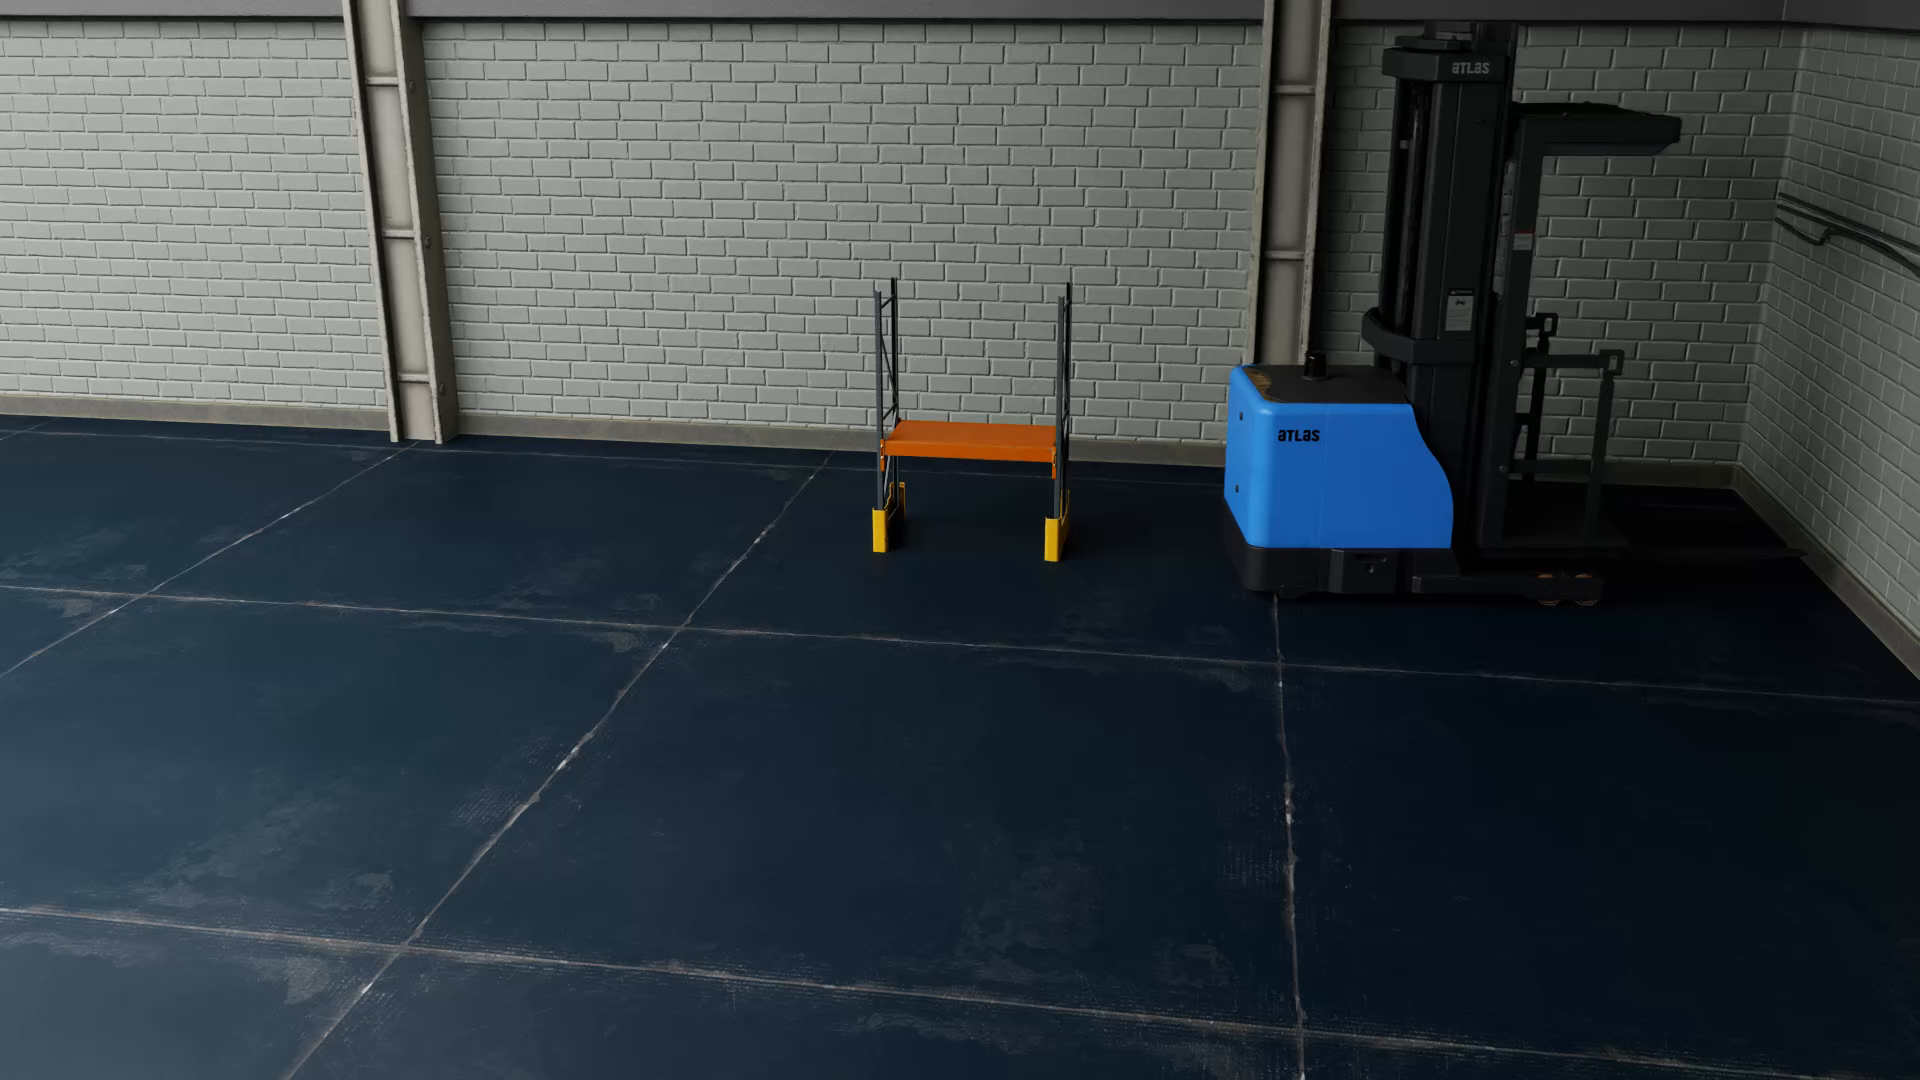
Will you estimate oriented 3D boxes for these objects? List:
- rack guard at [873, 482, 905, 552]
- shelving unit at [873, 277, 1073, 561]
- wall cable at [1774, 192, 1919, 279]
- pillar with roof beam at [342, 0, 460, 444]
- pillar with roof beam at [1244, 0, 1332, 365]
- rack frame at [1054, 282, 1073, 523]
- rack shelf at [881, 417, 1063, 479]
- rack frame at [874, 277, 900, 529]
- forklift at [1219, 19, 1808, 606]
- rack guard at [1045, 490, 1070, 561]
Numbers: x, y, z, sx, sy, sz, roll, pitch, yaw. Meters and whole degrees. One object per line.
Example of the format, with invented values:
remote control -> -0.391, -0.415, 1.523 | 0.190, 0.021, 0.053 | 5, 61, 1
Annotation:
rack guard -> -0.416, -0.140, 9.827 | 0.087, 0.250, 0.587 | 3, 19, 9
shelving unit -> 0.075, -0.707, 9.554 | 1.083, 1.500, 0.587 | 3, 19, 9
wall cable -> 4.764, -2.674, 8.507 | 0.112, 2.526, 3.097 | 3, 19, 9
pillar with roof beam -> -4.541, -3.663, 6.567 | 0.400, 9.000, 9.100 | 3, 19, 9
pillar with roof beam -> 1.383, -3.361, 5.665 | 0.400, 9.000, 9.100 | 3, 19, 9
rack frame -> 0.586, -0.681, 9.476 | 0.032, 1.500, 0.500 | 3, 19, 9
rack shelf -> 0.084, -0.536, 9.609 | 1.000, 0.185, 0.538 | 3, 19, 9
rack frame -> -0.418, -0.733, 9.629 | 0.032, 1.500, 0.500 | 3, 19, 9
forklift -> 3.020, -1.213, 8.808 | 3.031, 2.935, 1.130 | 0, 19, 0
rack guard -> 0.567, -0.090, 9.677 | 0.087, 0.250, 0.587 | 3, 19, 9
